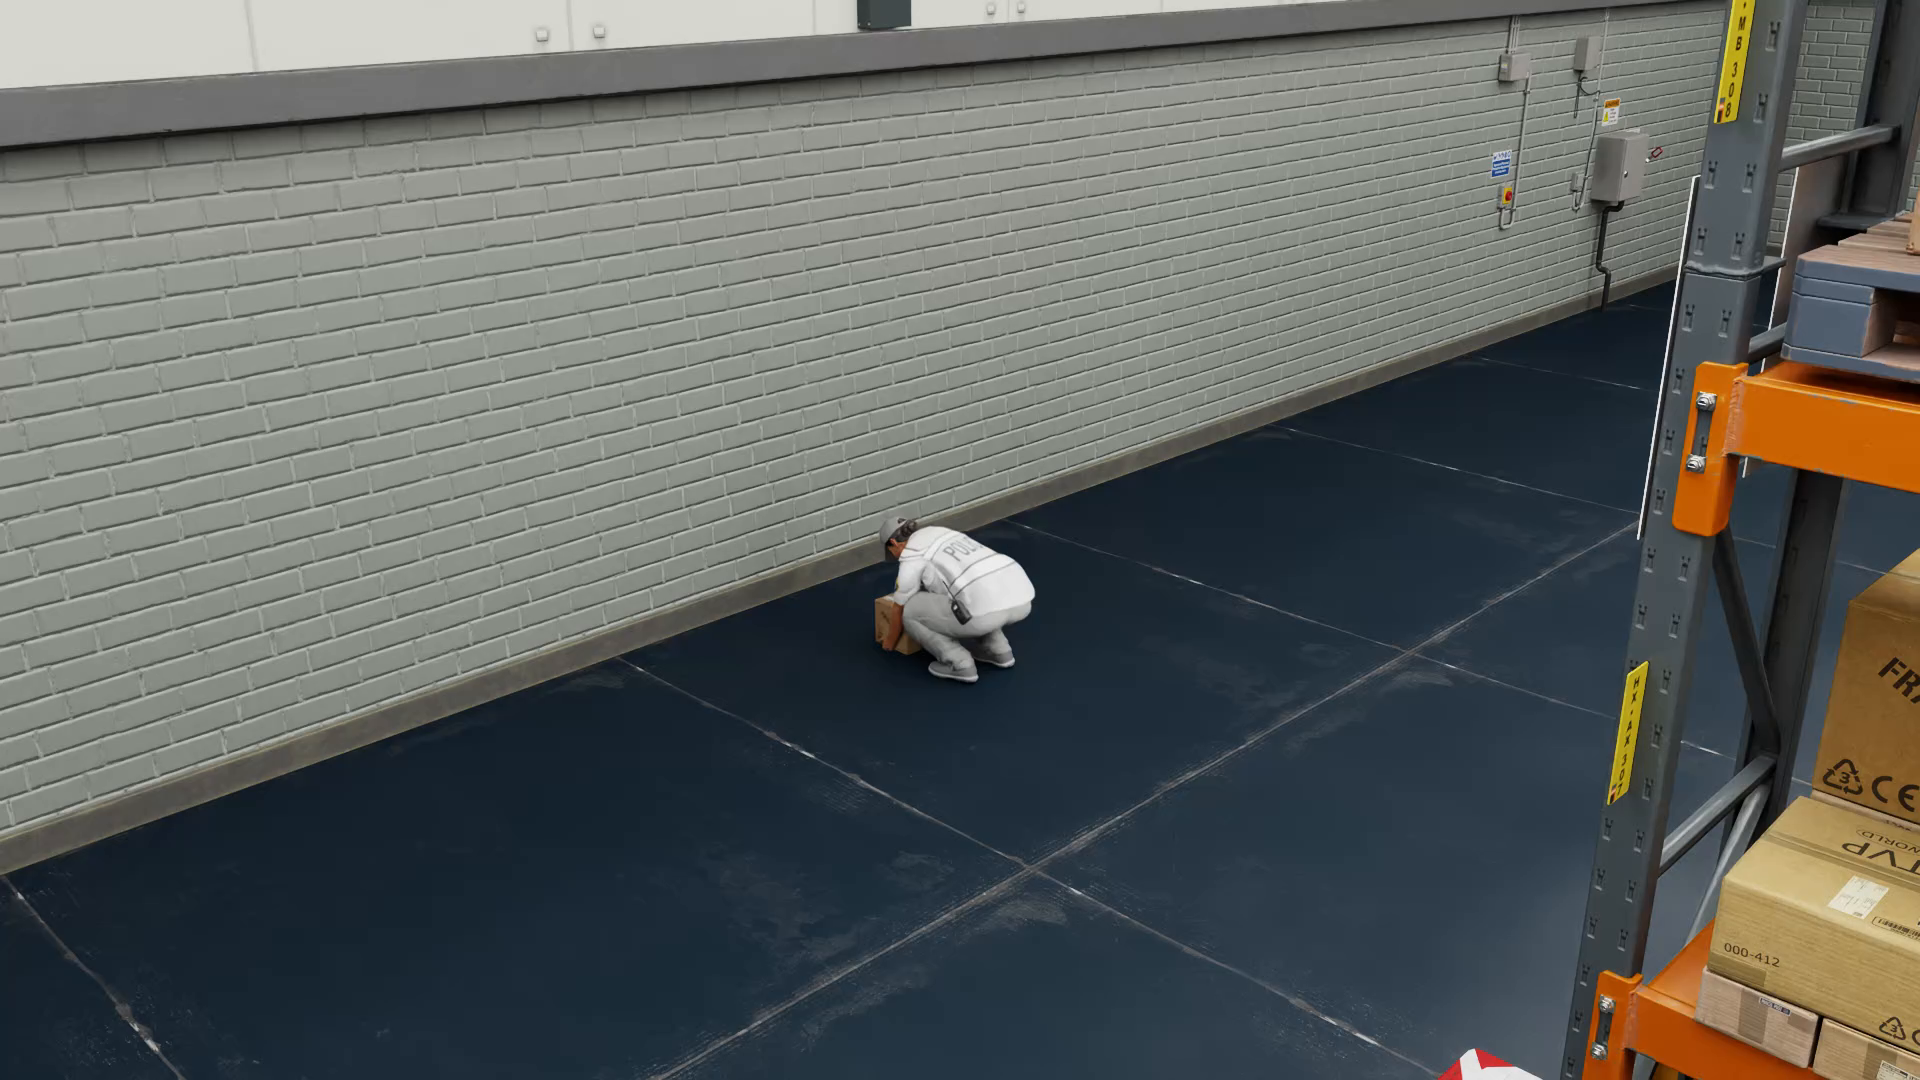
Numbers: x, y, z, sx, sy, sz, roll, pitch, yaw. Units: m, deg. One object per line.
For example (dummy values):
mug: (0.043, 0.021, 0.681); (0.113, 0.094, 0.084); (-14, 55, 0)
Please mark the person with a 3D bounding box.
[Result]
person: (-0.041, 0.320, 8.673); (0.907, 0.803, 0.500); (19, 28, 40)
